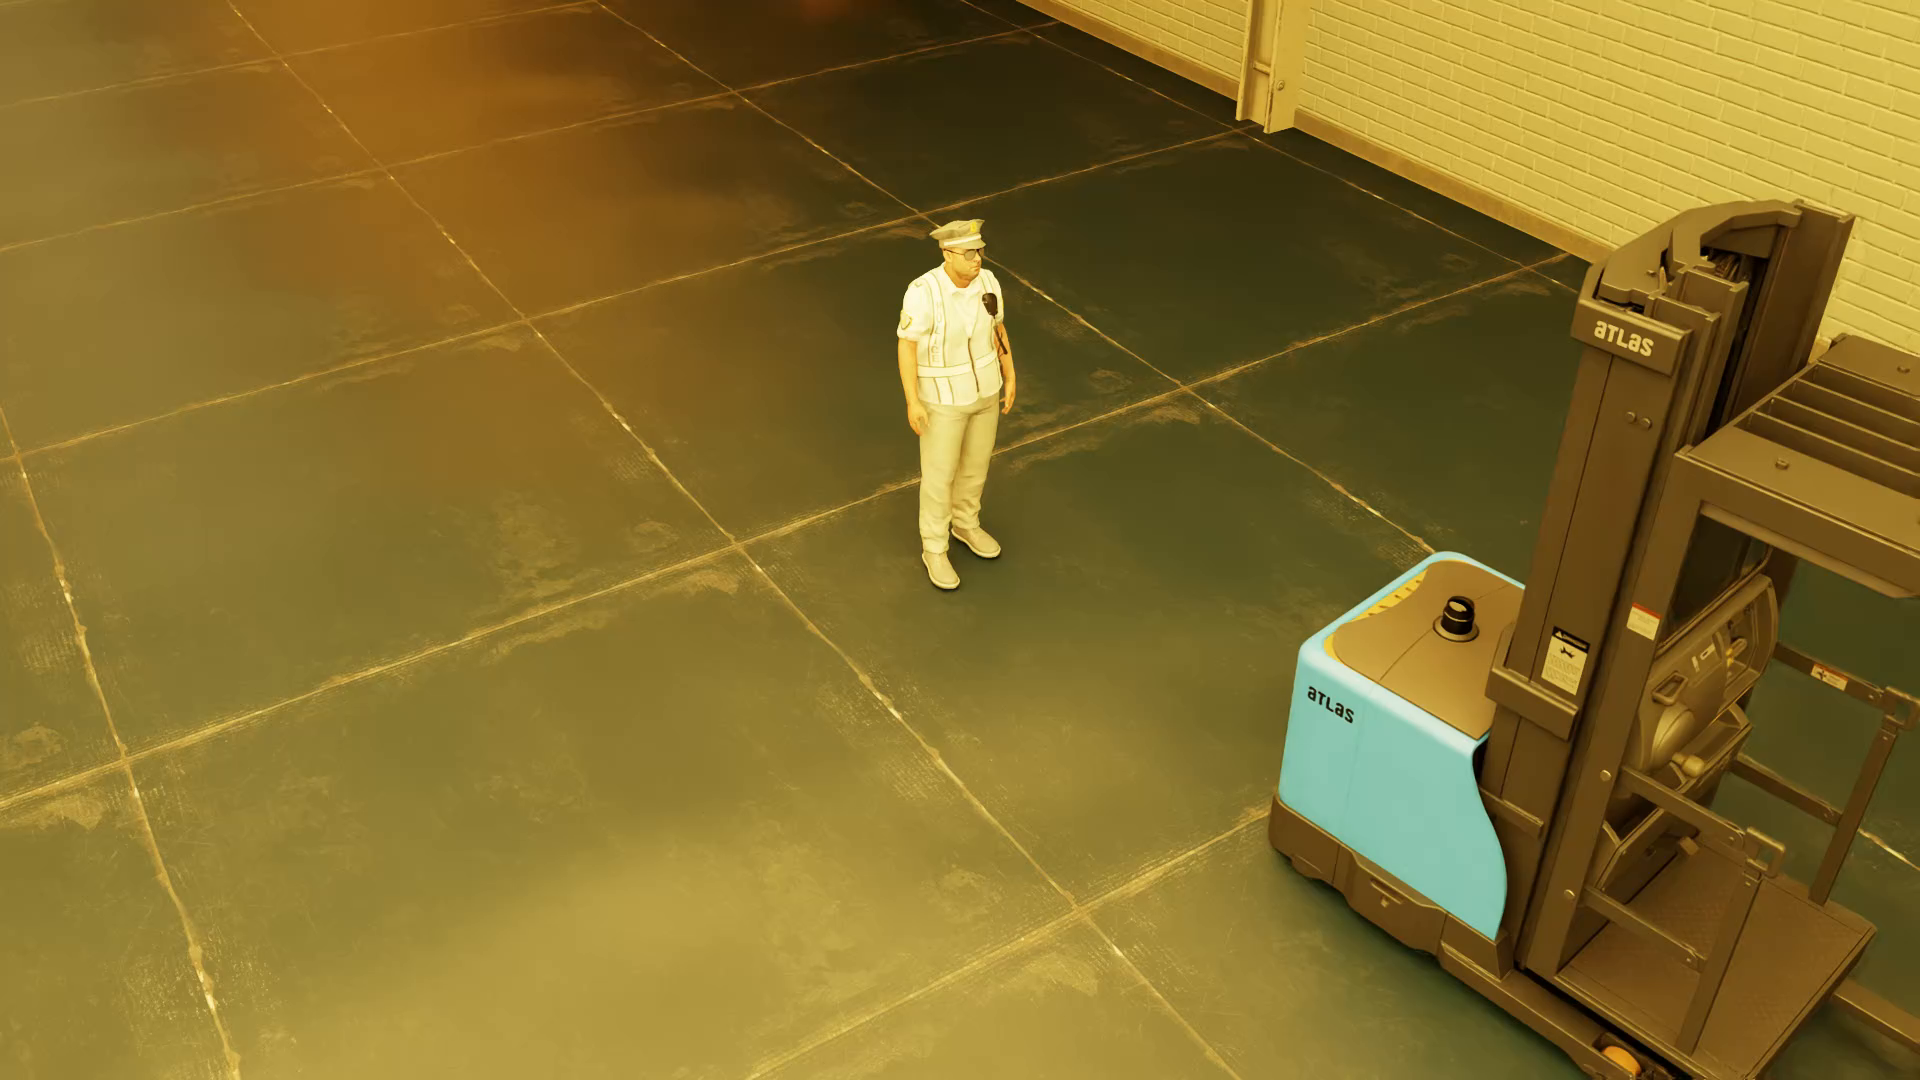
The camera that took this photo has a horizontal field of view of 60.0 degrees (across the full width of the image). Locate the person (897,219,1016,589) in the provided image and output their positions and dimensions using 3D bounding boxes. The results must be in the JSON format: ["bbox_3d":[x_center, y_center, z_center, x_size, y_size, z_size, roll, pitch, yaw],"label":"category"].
[{"bbox_3d":[0.033,-0.694,8.122,0.641,1.780,0.574,-21,40,-27],"label":"person"}]

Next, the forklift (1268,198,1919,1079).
[{"bbox_3d":[2.633,0.513,5.417,1.130,2.935,3.031,-28,44,-34],"label":"forklift"}]
